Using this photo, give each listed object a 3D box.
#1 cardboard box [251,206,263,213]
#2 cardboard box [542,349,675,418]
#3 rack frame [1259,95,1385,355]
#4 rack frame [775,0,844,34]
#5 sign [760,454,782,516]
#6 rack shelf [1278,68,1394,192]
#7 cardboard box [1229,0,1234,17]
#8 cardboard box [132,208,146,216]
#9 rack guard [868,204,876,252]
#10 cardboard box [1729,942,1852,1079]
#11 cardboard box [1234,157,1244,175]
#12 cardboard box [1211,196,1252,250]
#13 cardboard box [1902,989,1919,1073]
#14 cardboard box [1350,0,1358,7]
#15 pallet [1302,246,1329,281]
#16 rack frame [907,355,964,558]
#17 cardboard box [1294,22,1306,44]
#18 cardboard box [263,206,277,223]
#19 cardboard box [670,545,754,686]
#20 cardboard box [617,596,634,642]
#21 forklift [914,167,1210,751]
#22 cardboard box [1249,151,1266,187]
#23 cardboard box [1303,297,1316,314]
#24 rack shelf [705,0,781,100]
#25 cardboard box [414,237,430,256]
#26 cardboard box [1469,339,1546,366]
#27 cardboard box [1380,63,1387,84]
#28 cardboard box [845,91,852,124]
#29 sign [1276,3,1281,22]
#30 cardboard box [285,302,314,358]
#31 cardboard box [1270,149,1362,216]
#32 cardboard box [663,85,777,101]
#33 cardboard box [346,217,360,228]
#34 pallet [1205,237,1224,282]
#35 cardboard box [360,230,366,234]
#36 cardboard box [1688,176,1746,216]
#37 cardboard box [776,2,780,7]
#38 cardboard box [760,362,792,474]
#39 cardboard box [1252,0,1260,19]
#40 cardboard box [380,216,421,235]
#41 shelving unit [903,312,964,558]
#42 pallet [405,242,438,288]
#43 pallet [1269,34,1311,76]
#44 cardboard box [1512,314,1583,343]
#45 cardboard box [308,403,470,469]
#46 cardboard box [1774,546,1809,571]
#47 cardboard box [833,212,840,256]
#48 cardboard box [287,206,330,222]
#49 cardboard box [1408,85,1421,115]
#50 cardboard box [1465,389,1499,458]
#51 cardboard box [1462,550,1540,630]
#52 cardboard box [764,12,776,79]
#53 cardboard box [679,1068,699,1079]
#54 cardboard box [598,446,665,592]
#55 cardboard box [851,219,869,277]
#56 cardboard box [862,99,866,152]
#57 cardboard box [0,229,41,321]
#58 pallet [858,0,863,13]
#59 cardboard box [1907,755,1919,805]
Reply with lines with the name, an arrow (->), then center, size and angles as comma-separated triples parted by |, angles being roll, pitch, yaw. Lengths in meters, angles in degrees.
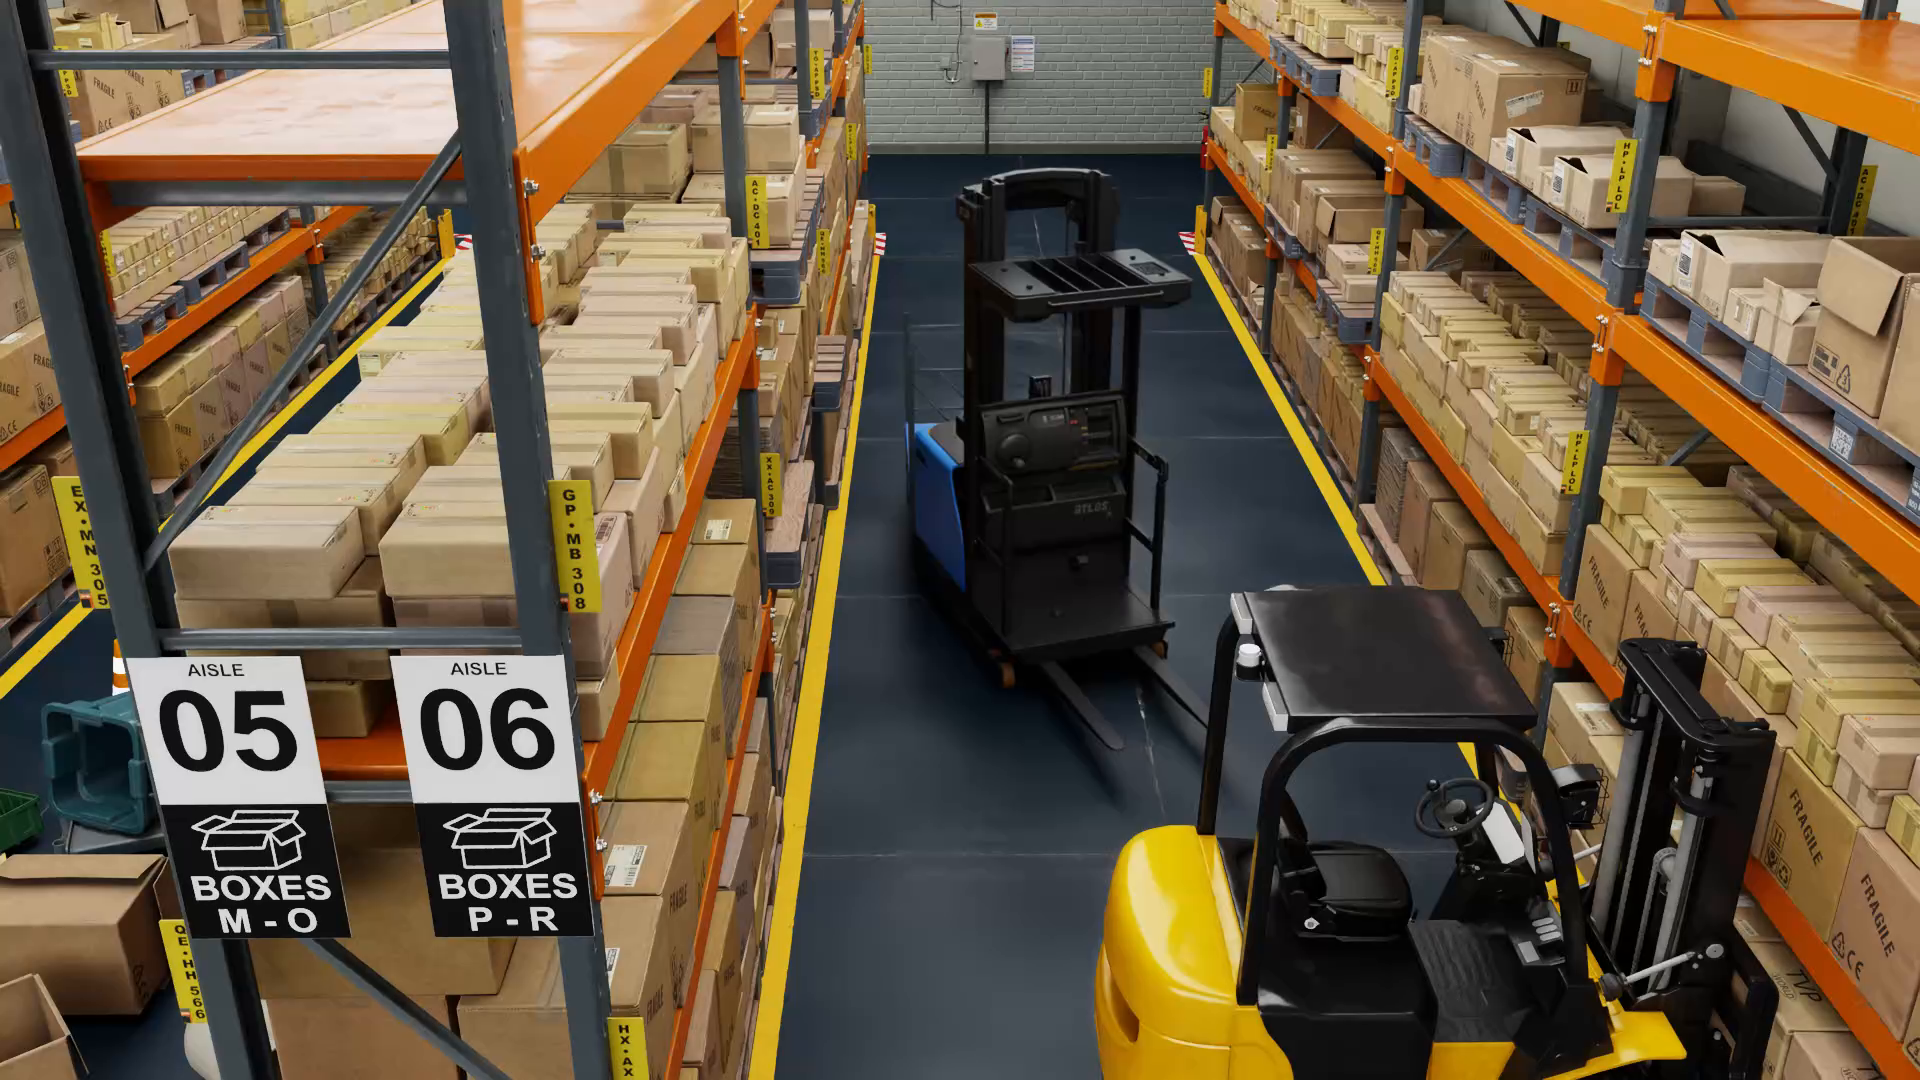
cardboard box -> -6.288, -2.935, 14.418 | 0.380, 0.149, 0.250 | 1, 24, 2
cardboard box -> -1.121, -0.499, 5.295 | 0.380, 0.149, 0.250 | 0, 24, 1
rack frame -> 3.419, -3.184, 15.534 | 1.000, 3.000, 0.127 | 0, 24, -1
rack frame -> -1.545, -5.894, 14.245 | 1.000, 3.000, 0.127 | 0, 24, -1
sign -> -0.915, -0.264, 8.027 | 0.100, 0.325, 0.005 | 0, 24, -1
rack shelf -> 3.440, -3.399, 13.242 | 1.077, 0.370, 4.000 | 0, 24, -1
cardboard box -> 3.061, -5.636, 17.619 | 0.380, 0.149, 0.250 | 0, 24, 1
cardboard box -> -6.934, -2.747, 13.641 | 0.380, 0.149, 0.250 | 1, 24, 1
rack guard -> -1.589, -3.680, 19.663 | 1.175, 0.500, 0.348 | 0, 24, -1
cardboard box -> 3.206, 1.760, 6.217 | 0.500, 0.250, 0.500 | 0, 24, 0
cardboard box -> 3.092, -3.942, 17.514 | 0.380, 0.149, 0.250 | 0, 24, 1
cardboard box -> 3.287, -3.634, 19.048 | 0.797, 0.503, 0.637 | -1, 24, -3
cardboard box -> 3.282, 1.513, 5.026 | 0.500, 0.500, 0.500 | -1, 24, -2
cardboard box -> 3.564, -4.580, 14.294 | 0.380, 0.149, 0.250 | 0, 24, 0
pallet -> 3.436, -2.250, 13.701 | 1.003, 0.211, 1.213 | 0, 24, -1
rack frame -> -0.107, -0.565, 11.563 | 0.500, 1.500, 0.032 | -1, 24, -3
cardboard box -> 3.010, -4.233, 13.887 | 0.380, 0.149, 0.250 | 0, 24, 0
cardboard box -> -6.287, -2.904, 14.709 | 0.380, 0.149, 0.250 | 0, 24, 0
cardboard box -> -1.191, 0.349, 7.240 | 0.500, 0.500, 0.500 | 1, 24, 1
cardboard box -> -1.154, 0.177, 4.768 | 0.380, 0.149, 0.250 | 0, 24, 1
forklift -> 0.651, -0.619, 9.946 | 1.130, 2.935, 3.031 | -8, 26, -18
cardboard box -> 3.149, -3.667, 16.422 | 0.500, 0.250, 0.500 | 0, 24, 0
cardboard box -> 3.268, -2.051, 14.765 | 0.380, 0.149, 0.250 | -1, 24, -1
rack shelf -> -1.479, -2.912, 9.009 | 1.077, 0.370, 4.000 | 0, 24, -1
cardboard box -> -6.219, -3.316, 18.775 | 0.380, 0.149, 0.250 | 0, 24, 1
cardboard box -> 3.295, -1.106, 10.031 | 0.380, 0.149, 0.250 | 0, 24, -1
cardboard box -> 3.257, -3.377, 12.017 | 0.380, 0.149, 0.250 | 0, 24, 1
cardboard box -> -1.307, -4.067, 16.151 | 0.500, 0.500, 0.500 | -1, 24, -1
sign -> 2.876, -4.781, 14.797 | 0.100, 0.325, 0.005 | 0, 24, -1
cardboard box -> -6.233, -1.845, 15.097 | 0.500, 0.500, 0.500 | -1, 24, -2
cardboard box -> 3.200, -3.221, 14.984 | 0.700, 0.500, 0.500 | 0, 24, 1
cardboard box -> -1.501, -2.534, 10.335 | 0.700, 0.500, 0.500 | 0, 24, -1
cardboard box -> -6.873, -3.474, 18.401 | 0.380, 0.149, 0.250 | 0, 24, -1
pallet -> 3.386, -3.202, 18.958 | 1.003, 0.211, 1.213 | 0, 24, -1
cardboard box -> -6.750, -3.342, 18.472 | 0.380, 0.149, 0.250 | 0, 24, 0
cardboard box -> 3.693, -1.728, 8.347 | 0.380, 0.149, 0.250 | 0, 24, -1
cardboard box -> -1.872, -4.965, 15.363 | 0.396, 0.266, 0.258 | 1, 24, 1
cardboard box -> -1.182, -0.637, 8.911 | 0.500, 0.500, 0.500 | 0, 24, 0
cardboard box -> 3.153, -5.241, 16.263 | 0.500, 0.250, 0.500 | 0, 24, 1
cardboard box -> -6.203, -3.481, 18.419 | 0.380, 0.149, 0.250 | -1, 24, -2
shelving unit -> -0.134, -0.774, 12.025 | 0.538, 1.500, 1.048 | -1, 24, -3
pallet -> -6.563, -3.108, 18.750 | 1.003, 0.211, 1.213 | 0, 24, -1
pallet -> 3.356, -4.196, 14.360 | 1.213, 0.211, 1.003 | 0, 24, -1
cardboard box -> 3.722, -1.321, 10.506 | 0.380, 0.149, 0.250 | 0, 24, -1
cardboard box -> -1.649, -0.286, 4.822 | 0.380, 0.149, 0.250 | 0, 24, 0
cardboard box -> 3.798, 0.114, 7.332 | 0.380, 0.149, 0.250 | 0, 24, 1
cardboard box -> -1.250, -2.509, 13.617 | 0.500, 0.250, 0.500 | 0, 24, 0
cardboard box -> -6.169, -3.100, 15.653 | 0.380, 0.149, 0.250 | 1, 24, 1
cardboard box -> 3.162, -2.888, 10.892 | 0.380, 0.166, 0.250 | 0, 24, -1
cardboard box -> 3.232, -0.671, 9.553 | 0.500, 0.250, 0.500 | 0, 24, 0
cardboard box -> 3.488, 0.468, 9.831 | 0.875, 0.625, 0.625 | 0, 24, -1
cardboard box -> -1.702, -3.523, 12.012 | 0.700, 0.500, 0.500 | -1, 24, -3
cardboard box -> -1.147, 2.161, 5.633 | 0.500, 0.500, 0.500 | -1, 24, -2
cardboard box -> -1.149, -0.066, 4.820 | 0.500, 0.250, 0.500 | -1, 24, -1
cardboard box -> -1.463, -3.184, 18.133 | 0.875, 0.438, 0.875 | 0, 24, 1
cardboard box -> -1.318, -4.657, 18.668 | 0.500, 0.500, 0.500 | 0, 24, 0
cardboard box -> -6.455, -1.765, 11.060 | 0.700, 0.500, 0.500 | 0, 24, -1
pallet -> -1.570, -5.830, 17.850 | 1.003, 0.211, 1.213 | 0, 24, -1
cardboard box -> 3.343, 0.825, 5.400 | 0.380, 0.149, 0.250 | 0, 24, 0
